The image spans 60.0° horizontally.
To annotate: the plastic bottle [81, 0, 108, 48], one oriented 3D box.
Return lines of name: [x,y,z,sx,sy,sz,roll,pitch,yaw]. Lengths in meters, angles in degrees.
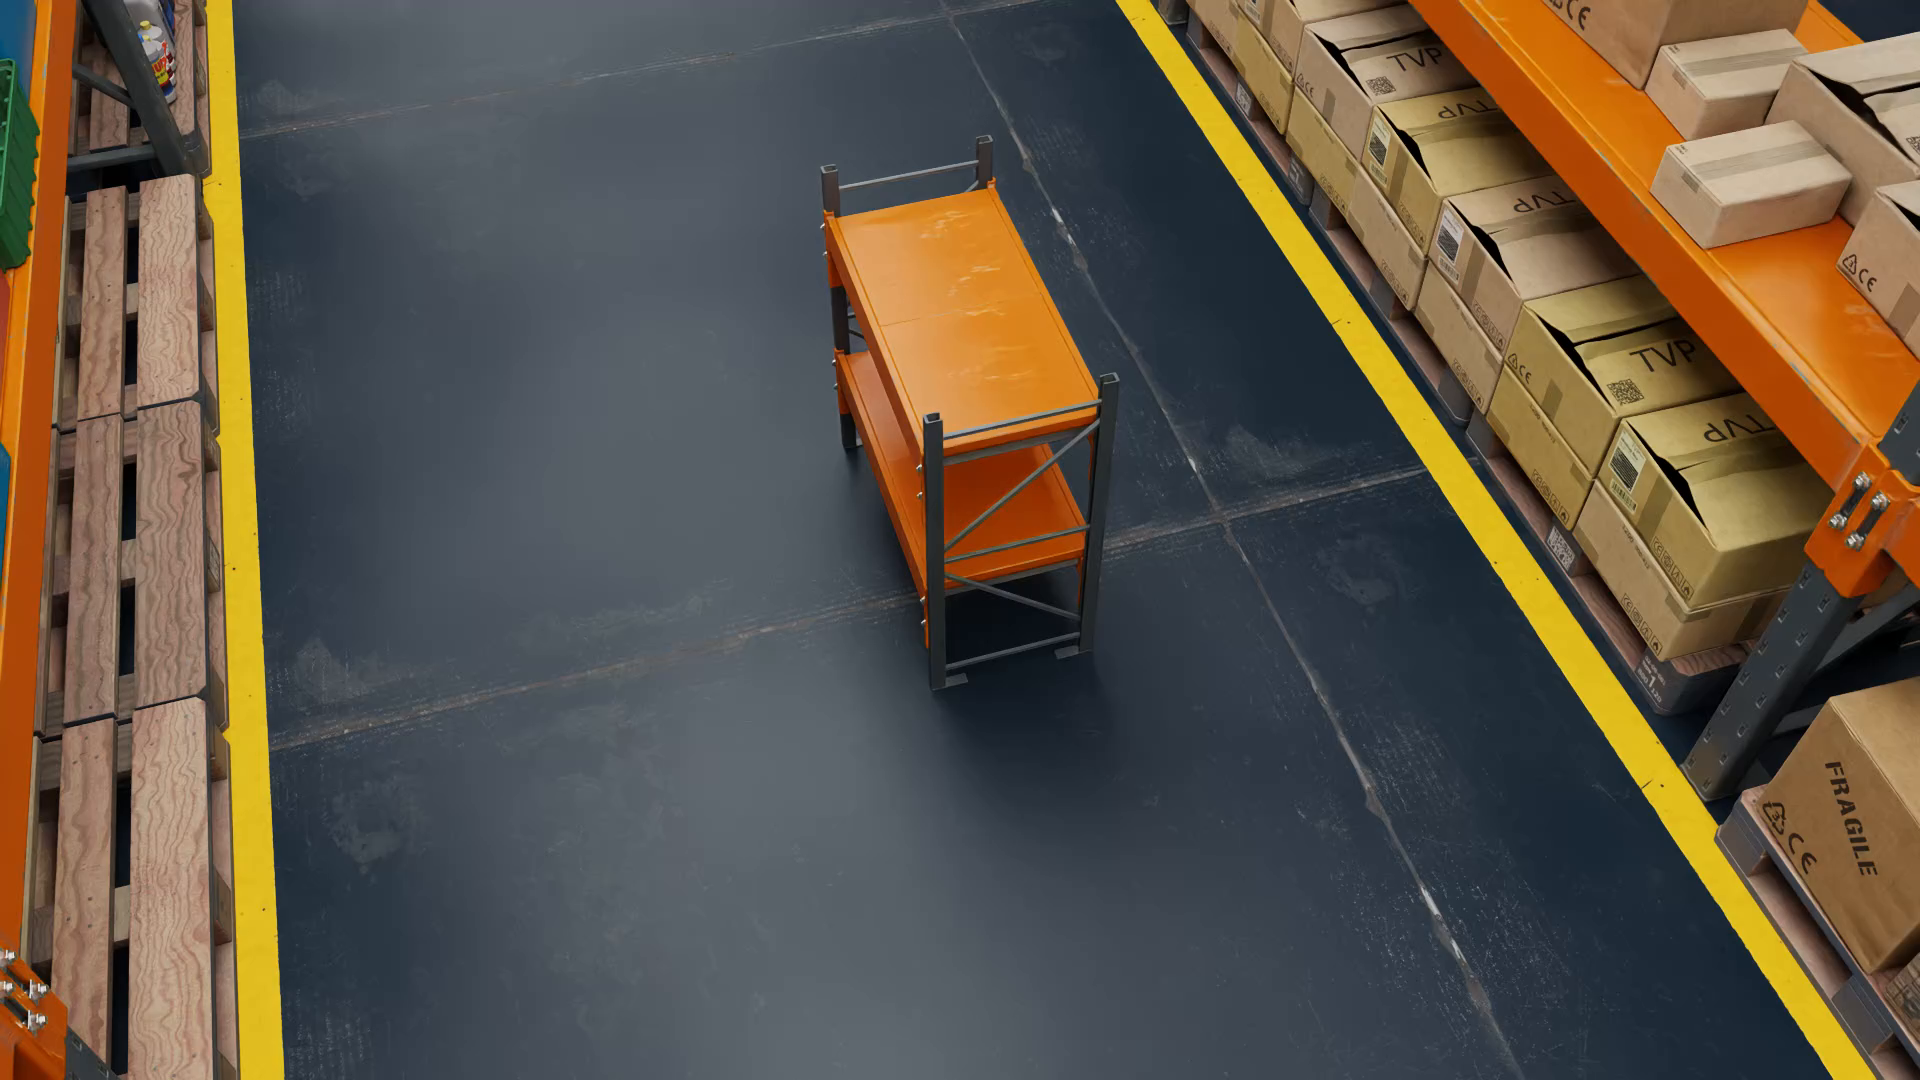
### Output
plastic bottle: [-3.366,-2.132,6.530,0.144,0.351,0.185,-13,51,-11]

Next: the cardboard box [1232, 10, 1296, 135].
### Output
cardboard box: [1.379,-1.835,6.359,0.500,0.250,0.500,-12,51,-10]

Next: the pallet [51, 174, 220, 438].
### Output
pallet: [-3.117,-0.730,5.727,1.003,0.211,1.213,-13,51,-11]

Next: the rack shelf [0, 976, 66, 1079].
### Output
rack shelf: [-1.612,2.421,1.718,1.077,0.370,4.000,-13,51,-11]

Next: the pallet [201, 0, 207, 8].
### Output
pallet: [-3.910,-2.687,7.377,1.003,0.211,1.213,-13,51,-11]

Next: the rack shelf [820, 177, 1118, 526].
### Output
rack shelf: [0.002,-0.546,4.592,0.538,0.278,1.000,-13,51,-11]

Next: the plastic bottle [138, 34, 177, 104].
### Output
plastic bottle: [-3.062,-1.788,6.292,0.097,0.271,0.097,0,50,0]

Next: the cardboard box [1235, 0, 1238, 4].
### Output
cardboard box: [1.231,-2.382,6.453,0.500,0.311,0.500,-13,51,-11]

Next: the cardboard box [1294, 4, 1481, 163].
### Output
cardboard box: [1.528,-1.638,5.826,0.500,0.311,0.500,-15,51,-12]

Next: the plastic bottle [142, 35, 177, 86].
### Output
plastic bottle: [-3.092,-1.839,6.381,0.097,0.201,0.097,0,50,0]

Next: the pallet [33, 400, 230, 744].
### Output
pallet: [-2.753,0.163,4.975,1.003,0.211,1.213,-13,51,-11]

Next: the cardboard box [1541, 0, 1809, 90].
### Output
cardboard box: [2.018,-1.643,4.608,0.500,0.500,0.500,-16,52,-13]

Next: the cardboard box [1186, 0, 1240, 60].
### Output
cardboard box: [1.229,-2.209,6.674,0.500,0.250,0.500,-14,51,-12]

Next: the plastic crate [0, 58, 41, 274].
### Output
plastic crate: [-2.602,-0.917,4.200,0.450,0.188,0.662,-13,51,-11]

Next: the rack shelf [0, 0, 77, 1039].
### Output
rack shelf: [-2.795,-0.501,4.181,1.077,0.370,4.000,-13,51,-11]

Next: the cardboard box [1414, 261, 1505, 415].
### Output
cardboard box: [1.839,-0.711,5.411,0.500,0.250,0.500,-12,51,-10]

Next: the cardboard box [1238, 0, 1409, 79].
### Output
cardboard box: [1.374,-2.015,6.144,0.500,0.311,0.500,-14,51,-11]

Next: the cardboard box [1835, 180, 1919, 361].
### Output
cardboard box: [2.464,-0.636,3.882,0.500,0.311,0.500,-10,51,-9]

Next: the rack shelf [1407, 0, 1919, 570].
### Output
rack shelf: [1.938,-1.618,5.123,1.077,0.370,4.000,-13,51,-11]

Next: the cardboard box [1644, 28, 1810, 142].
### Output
cardboard box: [2.098,-1.227,4.487,0.380,0.149,0.250,-10,51,-8]

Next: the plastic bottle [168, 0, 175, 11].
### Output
plastic bottle: [-3.285,-2.303,6.674,0.144,0.351,0.185,-15,52,-13]

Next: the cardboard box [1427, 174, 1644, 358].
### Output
cardboard box: [1.833,-0.893,5.198,0.500,0.311,0.500,-14,51,-11]

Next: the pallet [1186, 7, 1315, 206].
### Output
pallet: [1.602,-1.883,6.699,1.003,0.211,1.213,-13,51,-11]

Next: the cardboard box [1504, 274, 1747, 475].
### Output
cardboard box: [1.979,-0.524,4.887,0.500,0.311,0.500,-14,51,-12]

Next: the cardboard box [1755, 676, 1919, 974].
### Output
cardboard box: [2.391,0.672,4.069,0.500,0.500,0.500,-11,51,-9]

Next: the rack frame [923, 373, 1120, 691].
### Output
rack frame: [0.152,0.014,4.503,0.500,1.125,0.032,-13,51,-11]

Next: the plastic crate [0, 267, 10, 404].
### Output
plastic crate: [-2.389,-0.542,3.703,0.402,0.464,0.583,-13,51,-11]

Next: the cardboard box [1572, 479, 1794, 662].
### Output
cardboard box: [2.141,0.033,4.784,0.500,0.250,0.500,-12,51,-10]

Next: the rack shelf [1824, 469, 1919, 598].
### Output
rack shelf: [3.121,1.303,2.660,1.077,0.370,4.000,-13,51,-11]

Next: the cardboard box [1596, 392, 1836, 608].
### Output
cardboard box: [2.139,-0.146,4.568,0.500,0.311,0.500,-12,51,-10]

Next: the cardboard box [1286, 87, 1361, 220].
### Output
cardboard box: [1.535,-1.458,6.041,0.500,0.250,0.500,-15,51,-12]

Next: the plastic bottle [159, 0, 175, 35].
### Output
plastic bottle: [-3.229,-2.165,6.558,0.144,0.351,0.185,-12,51,-10]

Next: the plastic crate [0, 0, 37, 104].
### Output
plastic crate: [-2.763,-1.453,4.523,0.392,0.384,0.575,-13,51,-11]

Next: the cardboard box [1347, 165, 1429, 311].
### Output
cardboard box: [1.684,-1.086,5.727,0.500,0.250,0.500,-12,51,-10]

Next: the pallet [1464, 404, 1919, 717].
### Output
pallet: [2.323,-0.100,5.197,1.003,0.211,1.213,-13,51,-11]

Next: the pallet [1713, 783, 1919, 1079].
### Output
pallet: [2.714,1.064,4.215,1.003,0.211,1.213,-13,51,-11]

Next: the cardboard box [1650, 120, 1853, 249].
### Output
cardboard box: [1.999,-0.903,4.213,0.380,0.149,0.250,-13,51,-11]

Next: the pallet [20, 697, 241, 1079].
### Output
pallet: [-2.396,1.052,4.225,1.003,0.211,1.213,-13,51,-11]

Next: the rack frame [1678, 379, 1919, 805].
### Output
rack frame: [2.529,-0.389,3.616,1.000,3.000,0.127,-13,51,-11]

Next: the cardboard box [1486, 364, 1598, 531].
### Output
cardboard box: [1.985,-0.343,5.101,0.500,0.250,0.500,-14,51,-11]

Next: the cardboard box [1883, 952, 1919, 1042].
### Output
cardboard box: [2.551,1.053,3.748,0.500,0.500,0.500,-15,51,-12]

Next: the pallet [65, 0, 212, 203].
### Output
pallet: [-3.545,-1.795,6.625,1.003,0.211,1.213,-13,51,-11]

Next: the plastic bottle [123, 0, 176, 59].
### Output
plastic bottle: [-3.184,-2.019,6.484,0.152,0.276,0.135,-12,51,-10]

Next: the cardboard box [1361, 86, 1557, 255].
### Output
cardboard box: [1.687,-1.260,5.507,0.500,0.311,0.500,-12,51,-10]

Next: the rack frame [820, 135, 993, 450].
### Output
rack frame: [-0.148,-0.729,5.129,0.500,1.125,0.032,-13,51,-11]

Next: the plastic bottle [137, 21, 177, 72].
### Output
plastic bottle: [-3.122,-1.914,6.444,0.097,0.201,0.097,0,50,0]

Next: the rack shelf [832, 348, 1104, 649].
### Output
rack shelf: [0.002,-0.200,5.003,0.538,0.278,1.000,-13,51,-11]

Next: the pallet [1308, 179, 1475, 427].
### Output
pallet: [1.966,-0.990,5.946,1.003,0.211,1.213,-13,51,-11]

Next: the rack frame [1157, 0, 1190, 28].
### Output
rack frame: [1.347,-3.311,6.079,1.000,3.000,0.127,-13,51,-11]

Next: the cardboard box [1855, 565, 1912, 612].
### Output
cardboard box: [2.655,-0.087,4.885,0.500,0.250,0.500,-13,51,-11]

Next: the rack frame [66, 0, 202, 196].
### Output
rack frame: [-3.386,-2.193,5.137,1.000,3.000,0.127,-13,51,-11]

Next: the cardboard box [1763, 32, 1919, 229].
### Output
cardboard box: [2.450,-1.057,4.238,0.500,0.311,0.500,-14,51,-11]

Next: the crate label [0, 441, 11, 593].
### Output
crate label: [-2.239,-0.070,3.324,0.502,0.435,0.616,-13,51,-11]

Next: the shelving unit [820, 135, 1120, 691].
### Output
shelving unit: [0.002,-0.358,4.816,0.538,1.125,1.048,-13,51,-11]
